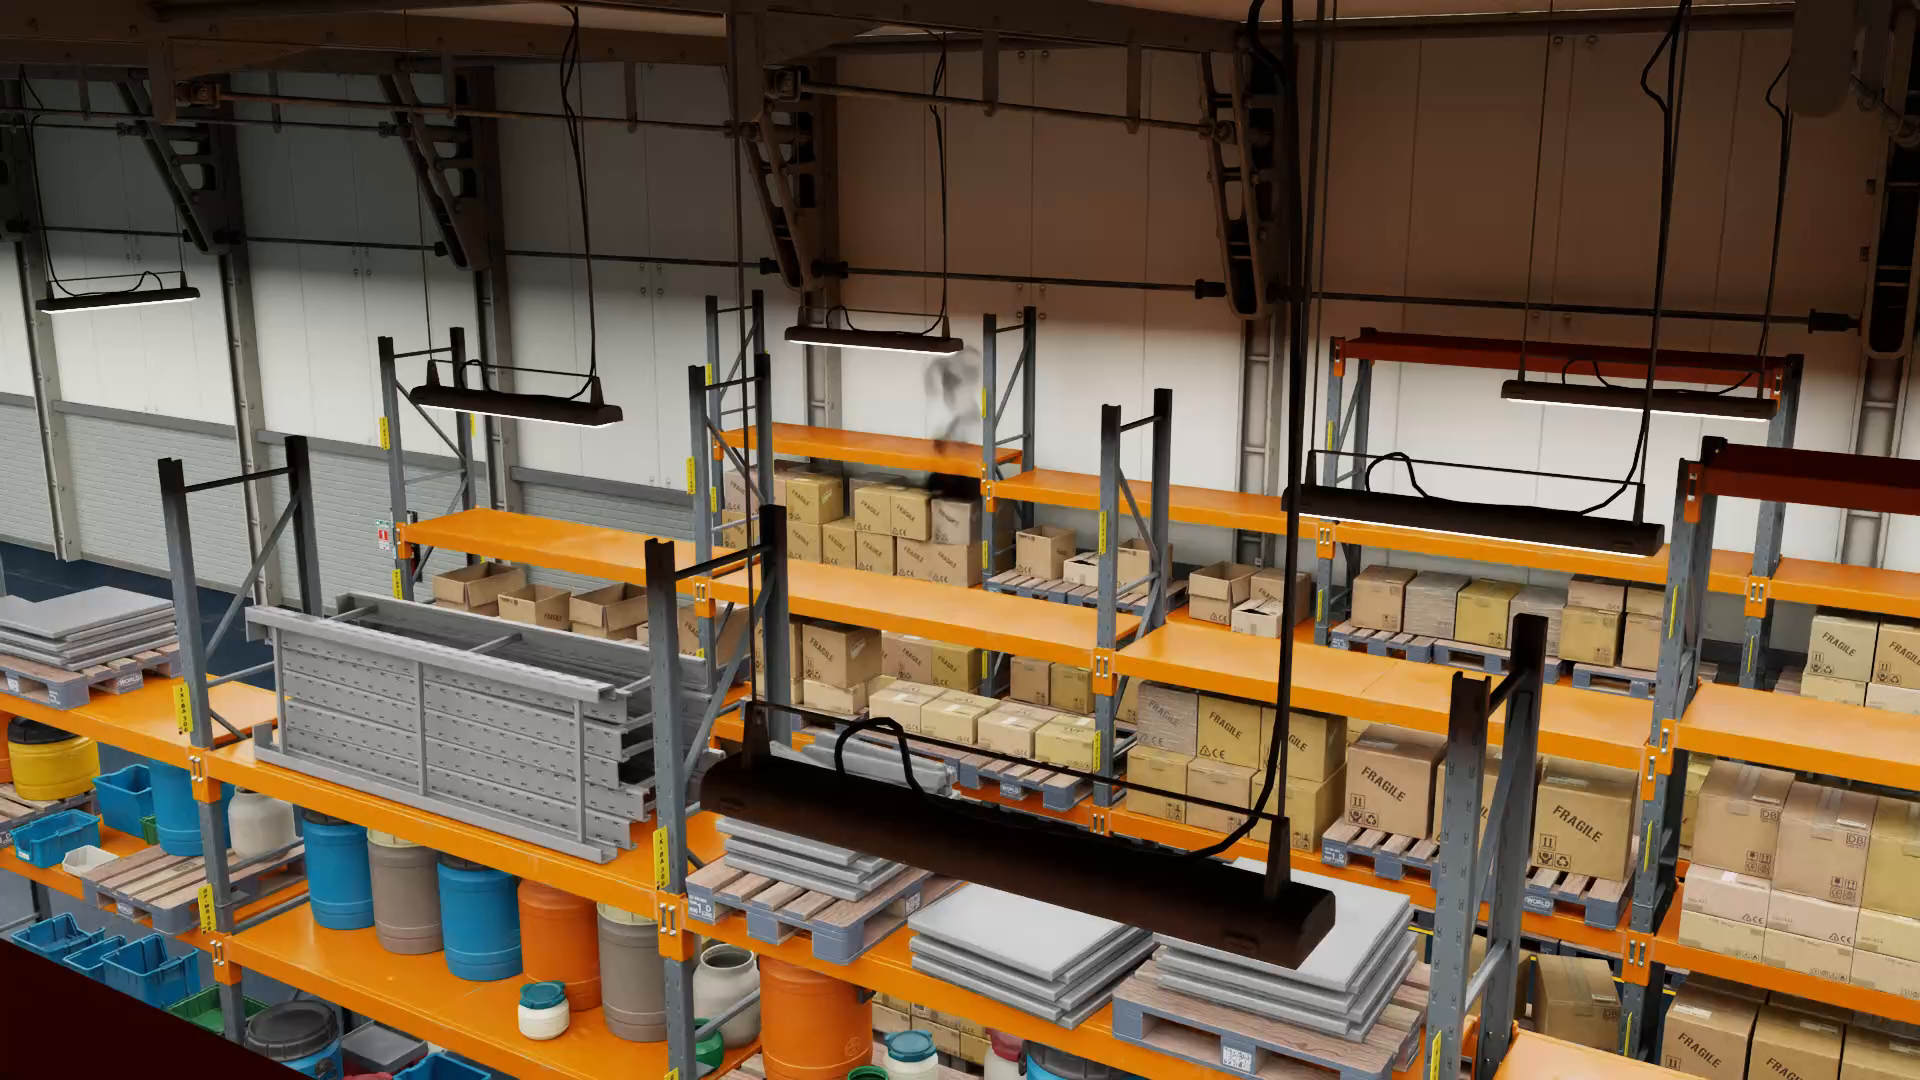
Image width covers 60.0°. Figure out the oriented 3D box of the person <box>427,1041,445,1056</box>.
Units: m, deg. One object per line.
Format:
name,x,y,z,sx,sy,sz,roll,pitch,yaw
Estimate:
person,-4.316,3.944,13.534,1.046,1.802,0.703,9,17,33
